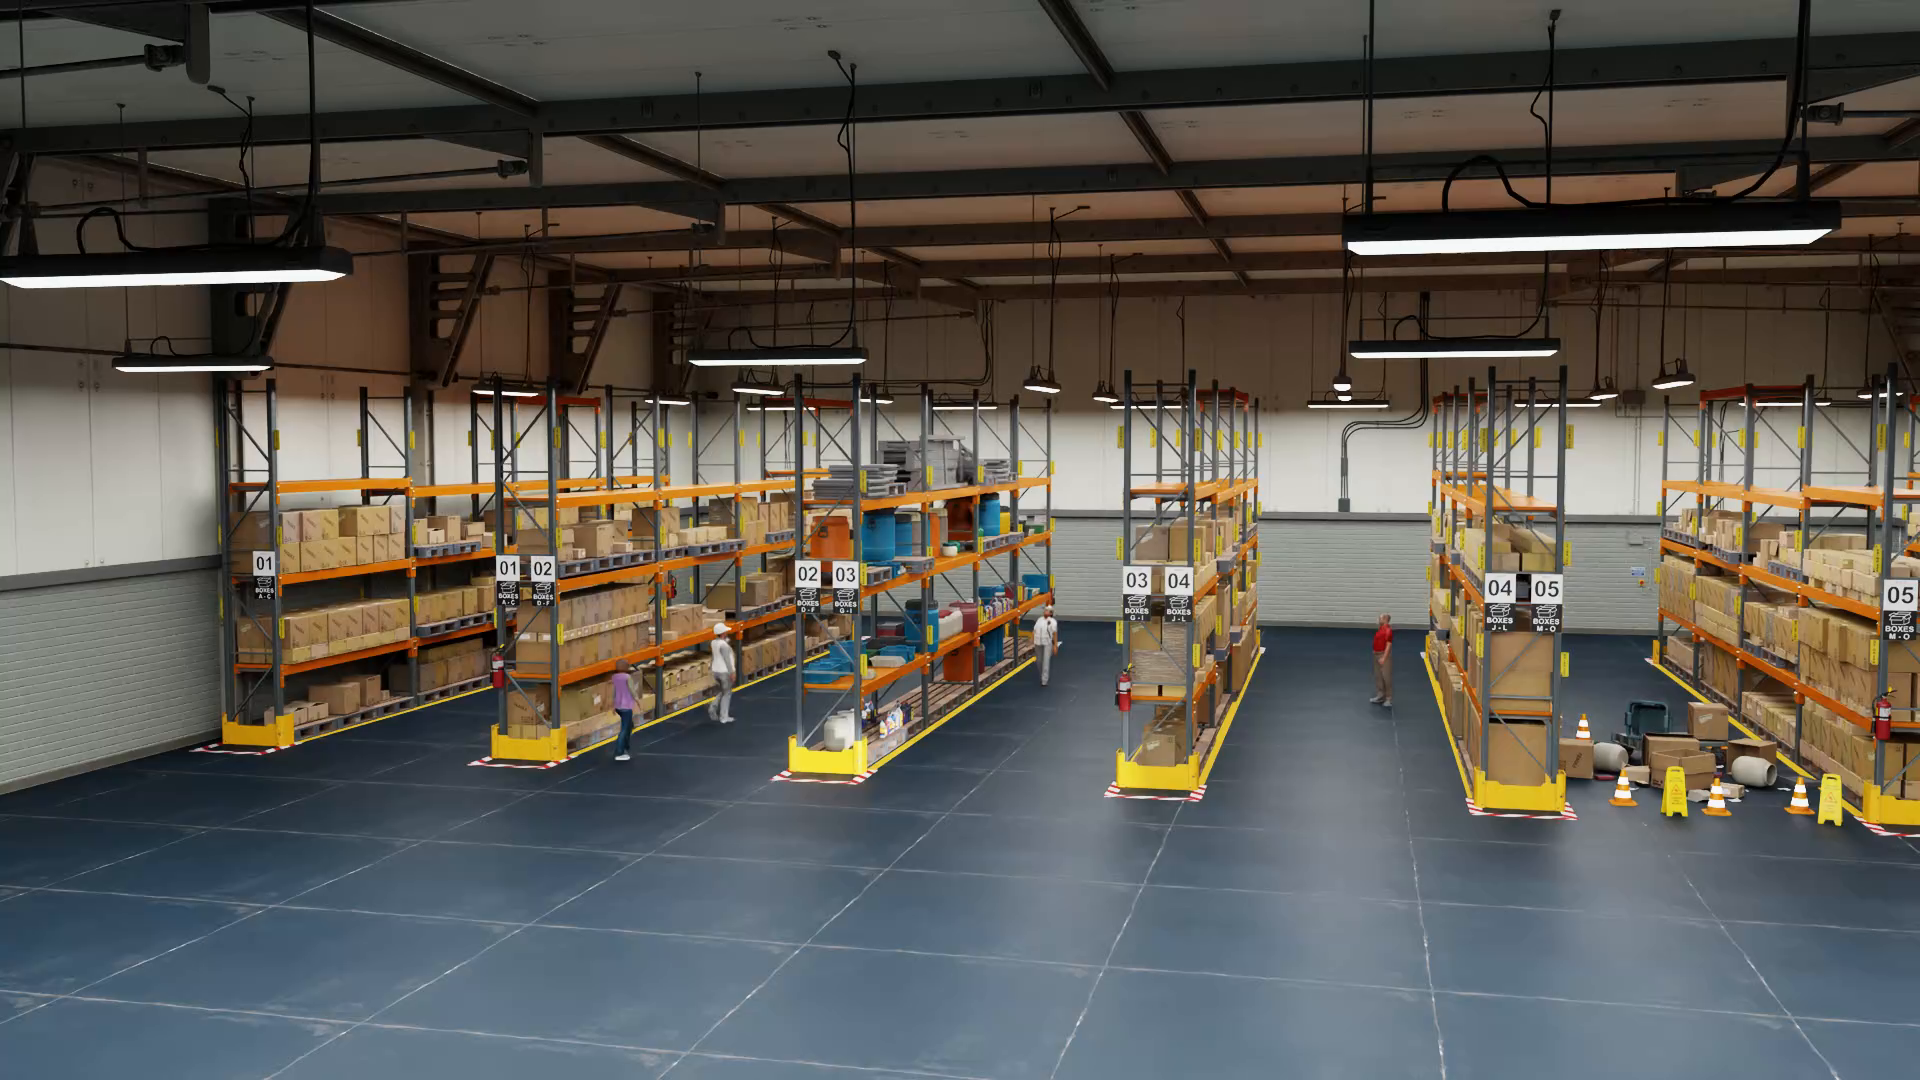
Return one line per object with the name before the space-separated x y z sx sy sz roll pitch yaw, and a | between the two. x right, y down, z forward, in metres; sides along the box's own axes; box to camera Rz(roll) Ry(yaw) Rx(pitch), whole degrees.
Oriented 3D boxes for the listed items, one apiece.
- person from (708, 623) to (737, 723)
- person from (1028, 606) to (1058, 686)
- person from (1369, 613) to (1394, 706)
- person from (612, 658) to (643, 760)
person | -4.199 2.340 29.372 0.481 1.764 0.551 -3 5 -41
person | 1.712 2.150 34.133 0.604 1.607 0.927 1 4 17
person | 8.024 2.271 31.556 0.404 1.767 0.550 -1 4 -19
person | -5.223 2.649 25.951 0.449 1.621 0.463 3 5 44
